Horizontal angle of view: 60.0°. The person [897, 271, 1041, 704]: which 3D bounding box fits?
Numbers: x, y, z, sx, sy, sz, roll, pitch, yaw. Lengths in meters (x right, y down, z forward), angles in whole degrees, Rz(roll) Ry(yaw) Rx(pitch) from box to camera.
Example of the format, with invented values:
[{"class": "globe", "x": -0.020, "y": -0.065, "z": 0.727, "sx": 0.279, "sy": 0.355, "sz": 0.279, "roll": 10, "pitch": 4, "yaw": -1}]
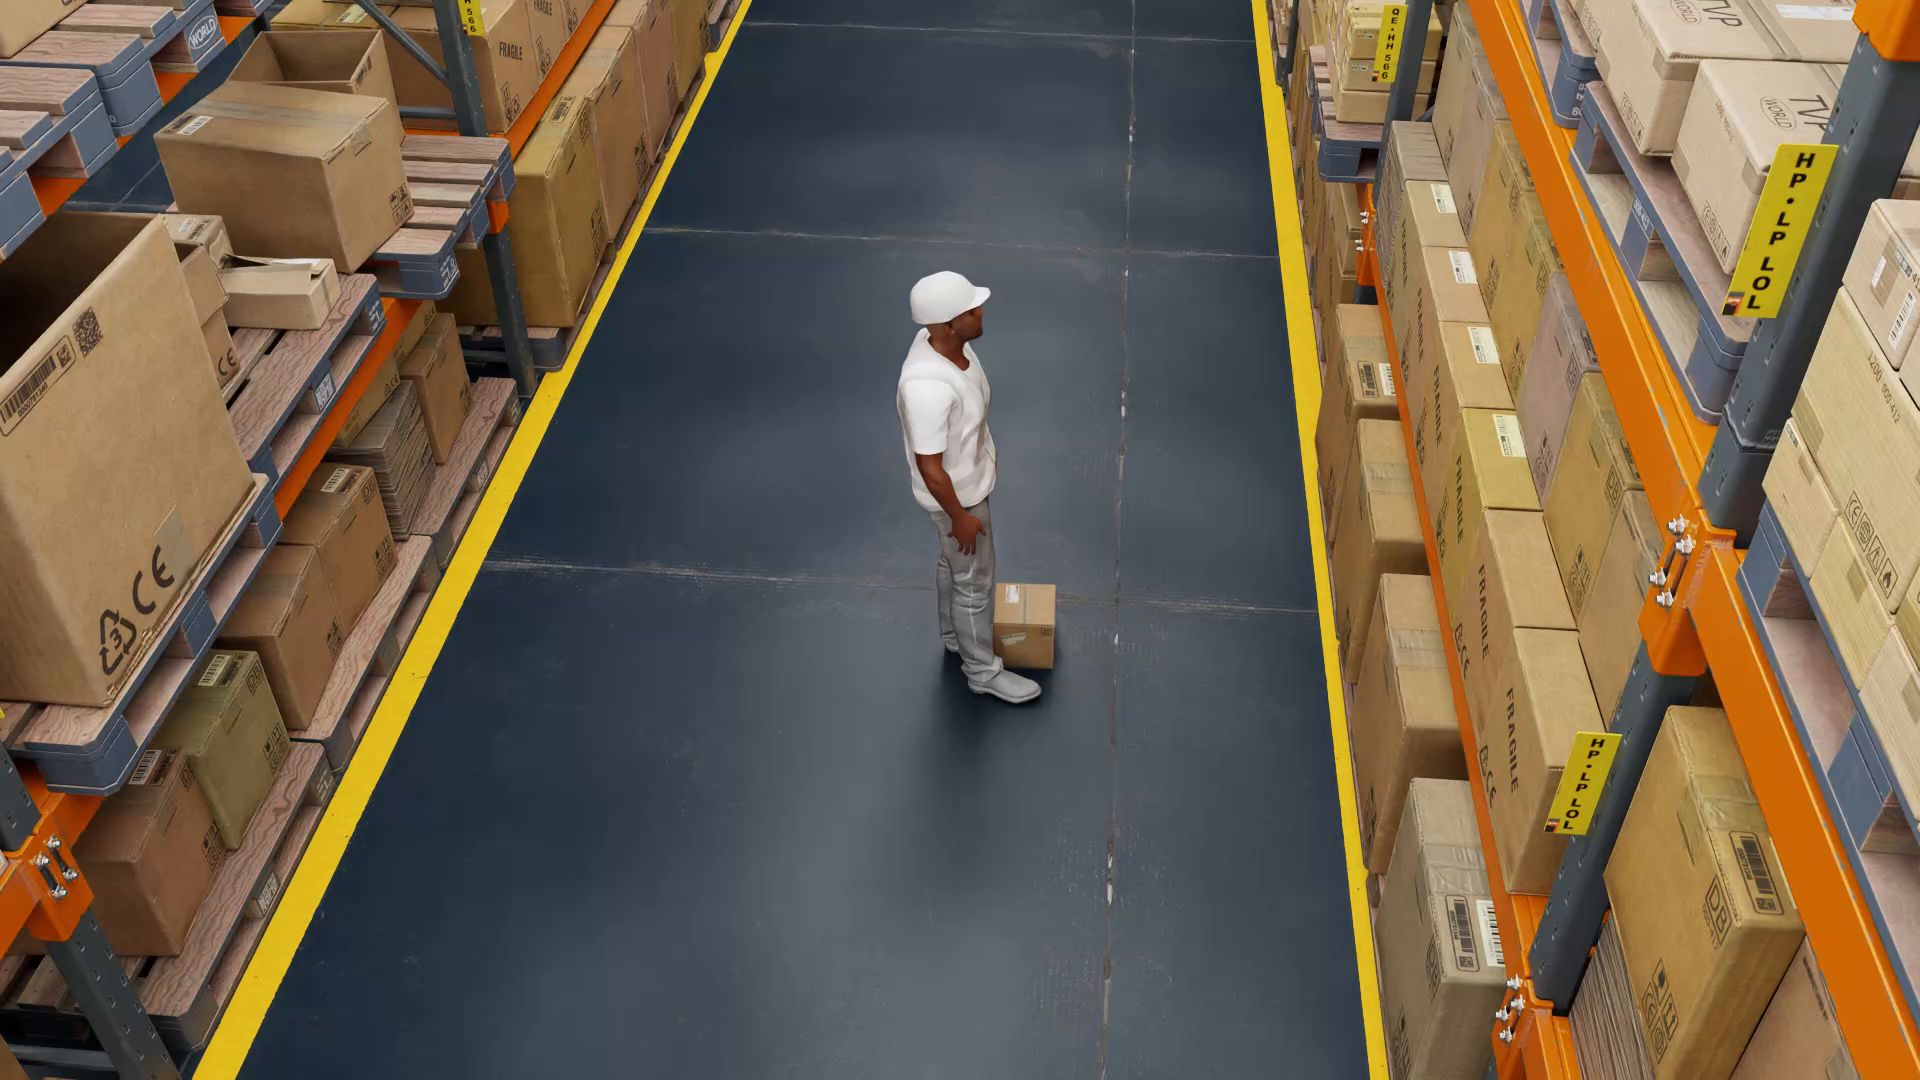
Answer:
[{"class": "person", "x": 0.065, "y": -0.226, "z": 6.395, "sx": 0.576, "sy": 1.766, "sz": 0.651, "roll": 3, "pitch": 40, "yaw": 4}]
